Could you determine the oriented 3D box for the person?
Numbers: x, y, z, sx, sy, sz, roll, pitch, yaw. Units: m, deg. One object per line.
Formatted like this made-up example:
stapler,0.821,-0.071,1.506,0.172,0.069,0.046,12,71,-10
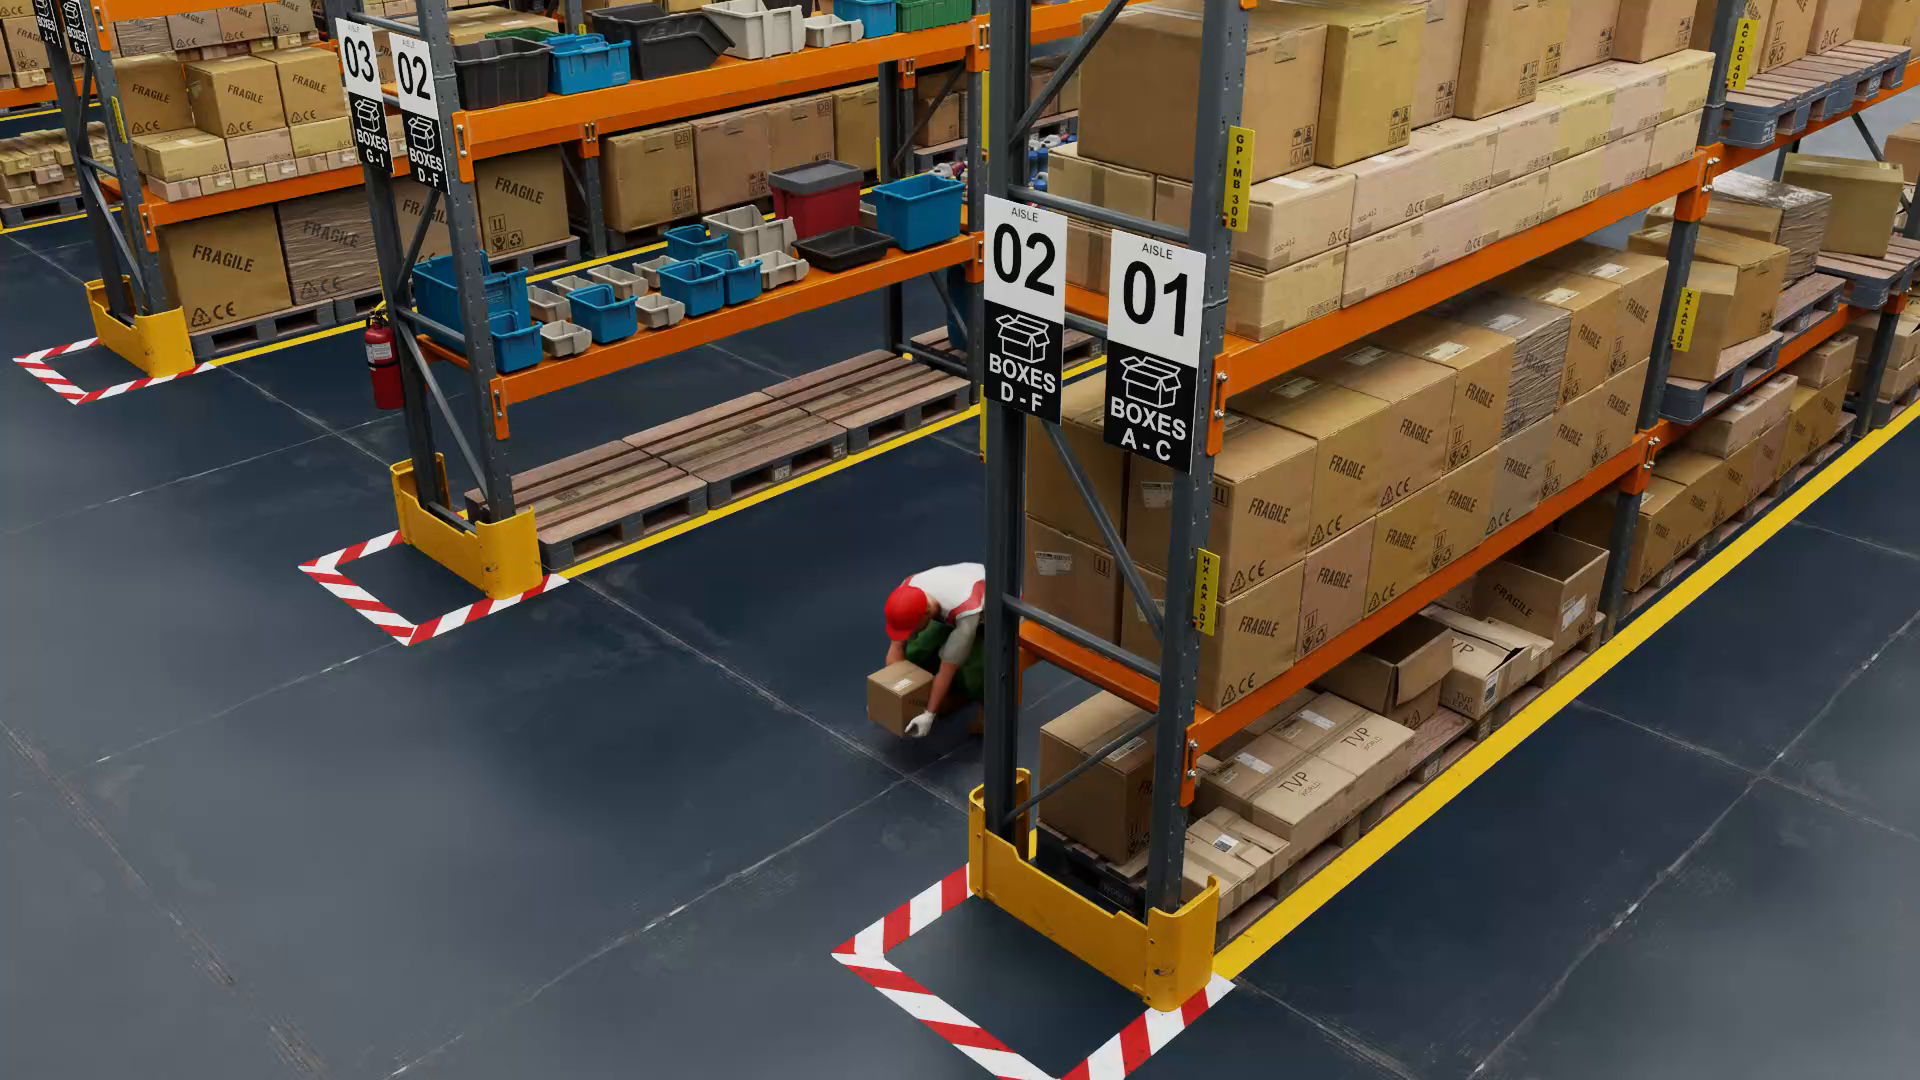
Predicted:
person,-0.042,0.536,8.442,0.530,0.984,0.923,23,35,37
